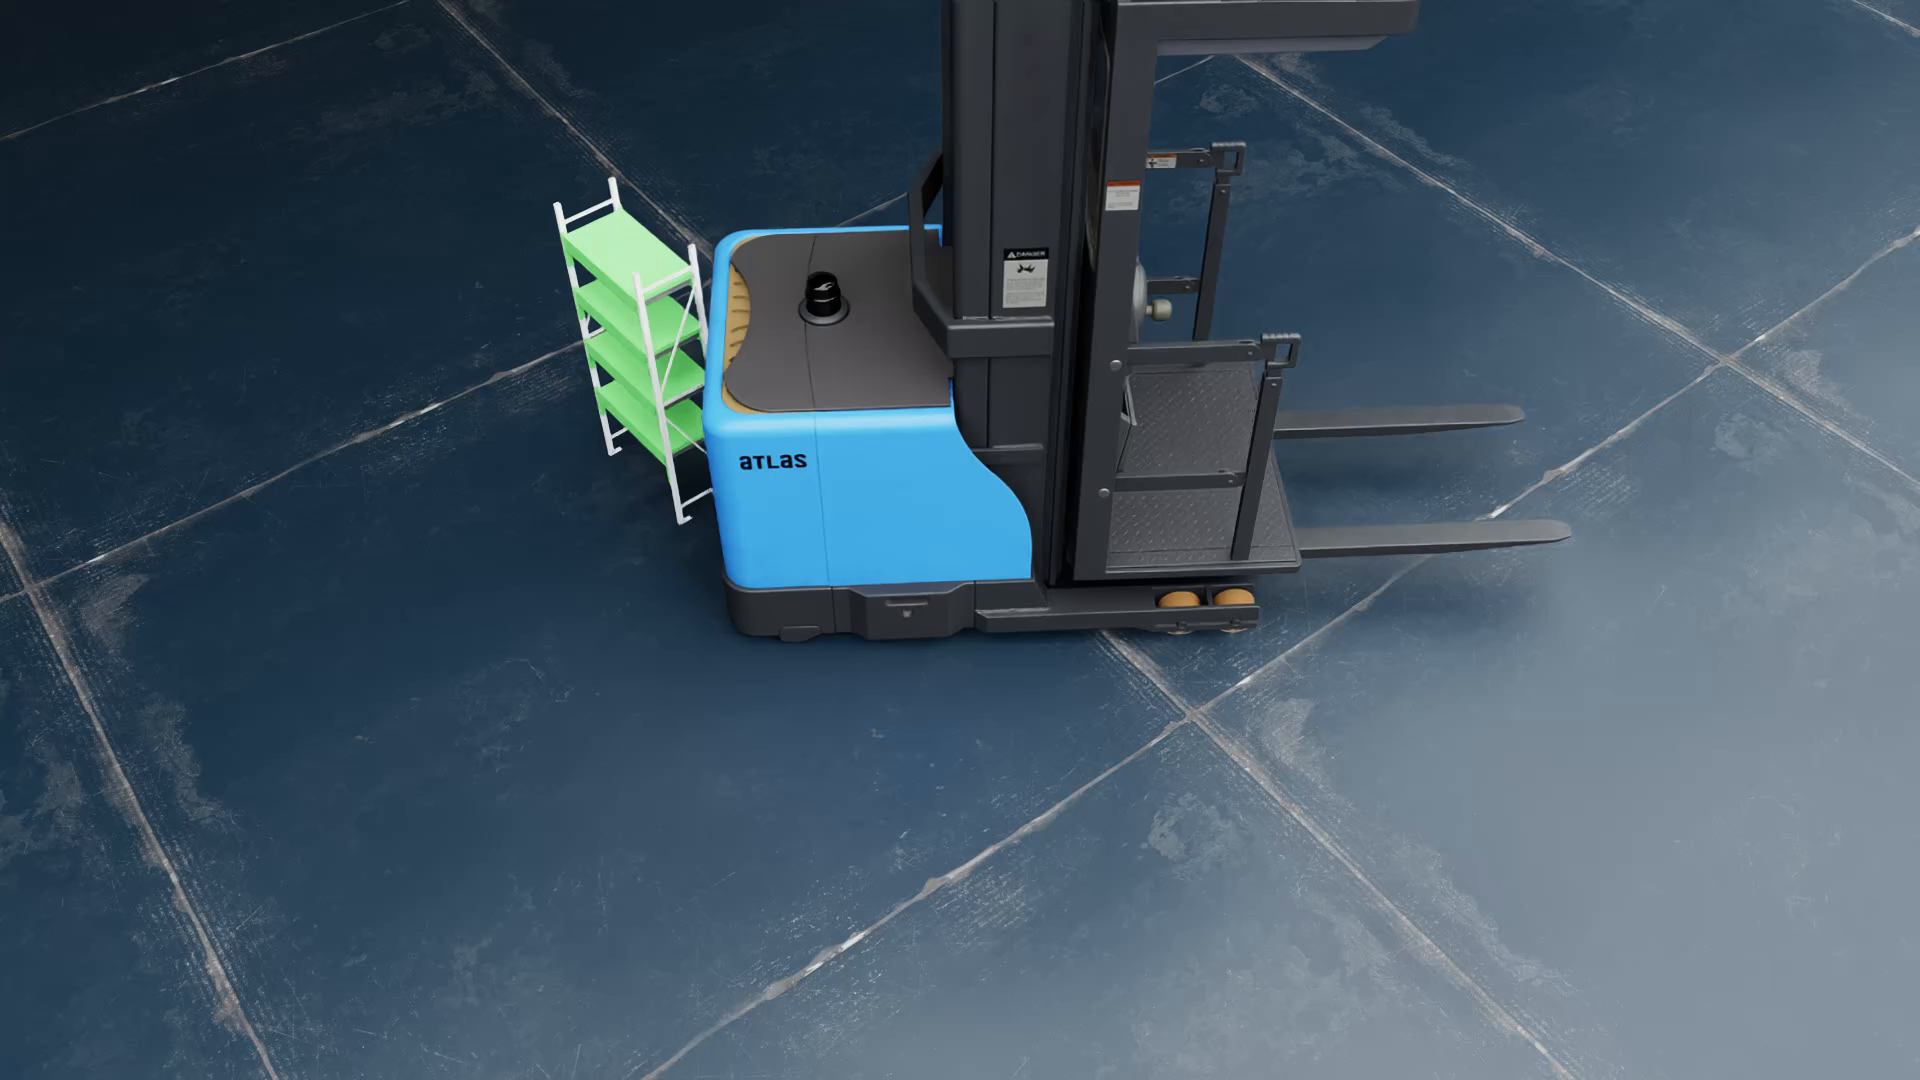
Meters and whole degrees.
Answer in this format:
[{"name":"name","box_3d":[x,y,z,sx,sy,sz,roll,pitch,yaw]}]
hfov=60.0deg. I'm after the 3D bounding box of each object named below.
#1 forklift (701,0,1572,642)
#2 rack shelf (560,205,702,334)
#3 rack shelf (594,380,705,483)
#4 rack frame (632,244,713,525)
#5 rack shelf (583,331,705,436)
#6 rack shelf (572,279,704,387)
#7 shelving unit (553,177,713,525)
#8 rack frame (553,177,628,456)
[{"name":"forklift","box_3d":[0.669,-1.040,5.214,3.031,2.935,1.130,-2,48,-2]},{"name":"rack shelf","box_3d":[-1.132,-0.937,5.728,0.258,0.148,0.480,-32,55,-26]},{"name":"rack shelf","box_3d":[-1.132,-0.454,6.262,0.258,0.148,0.480,-32,55,-26]},{"name":"rack frame","box_3d":[-0.974,-0.520,5.911,0.240,1.200,0.015,-32,55,-26]},{"name":"rack shelf","box_3d":[-1.132,-0.615,6.084,0.258,0.148,0.480,-32,55,-26]},{"name":"rack shelf","box_3d":[-1.132,-0.776,5.906,0.258,0.148,0.480,-32,55,-26]},{"name":"shelving unit","box_3d":[-1.132,-0.658,6.036,0.258,1.200,0.503,-32,55,-26]},{"name":"rack frame","box_3d":[-1.290,-0.795,6.161,0.240,1.200,0.015,-32,55,-26]}]
